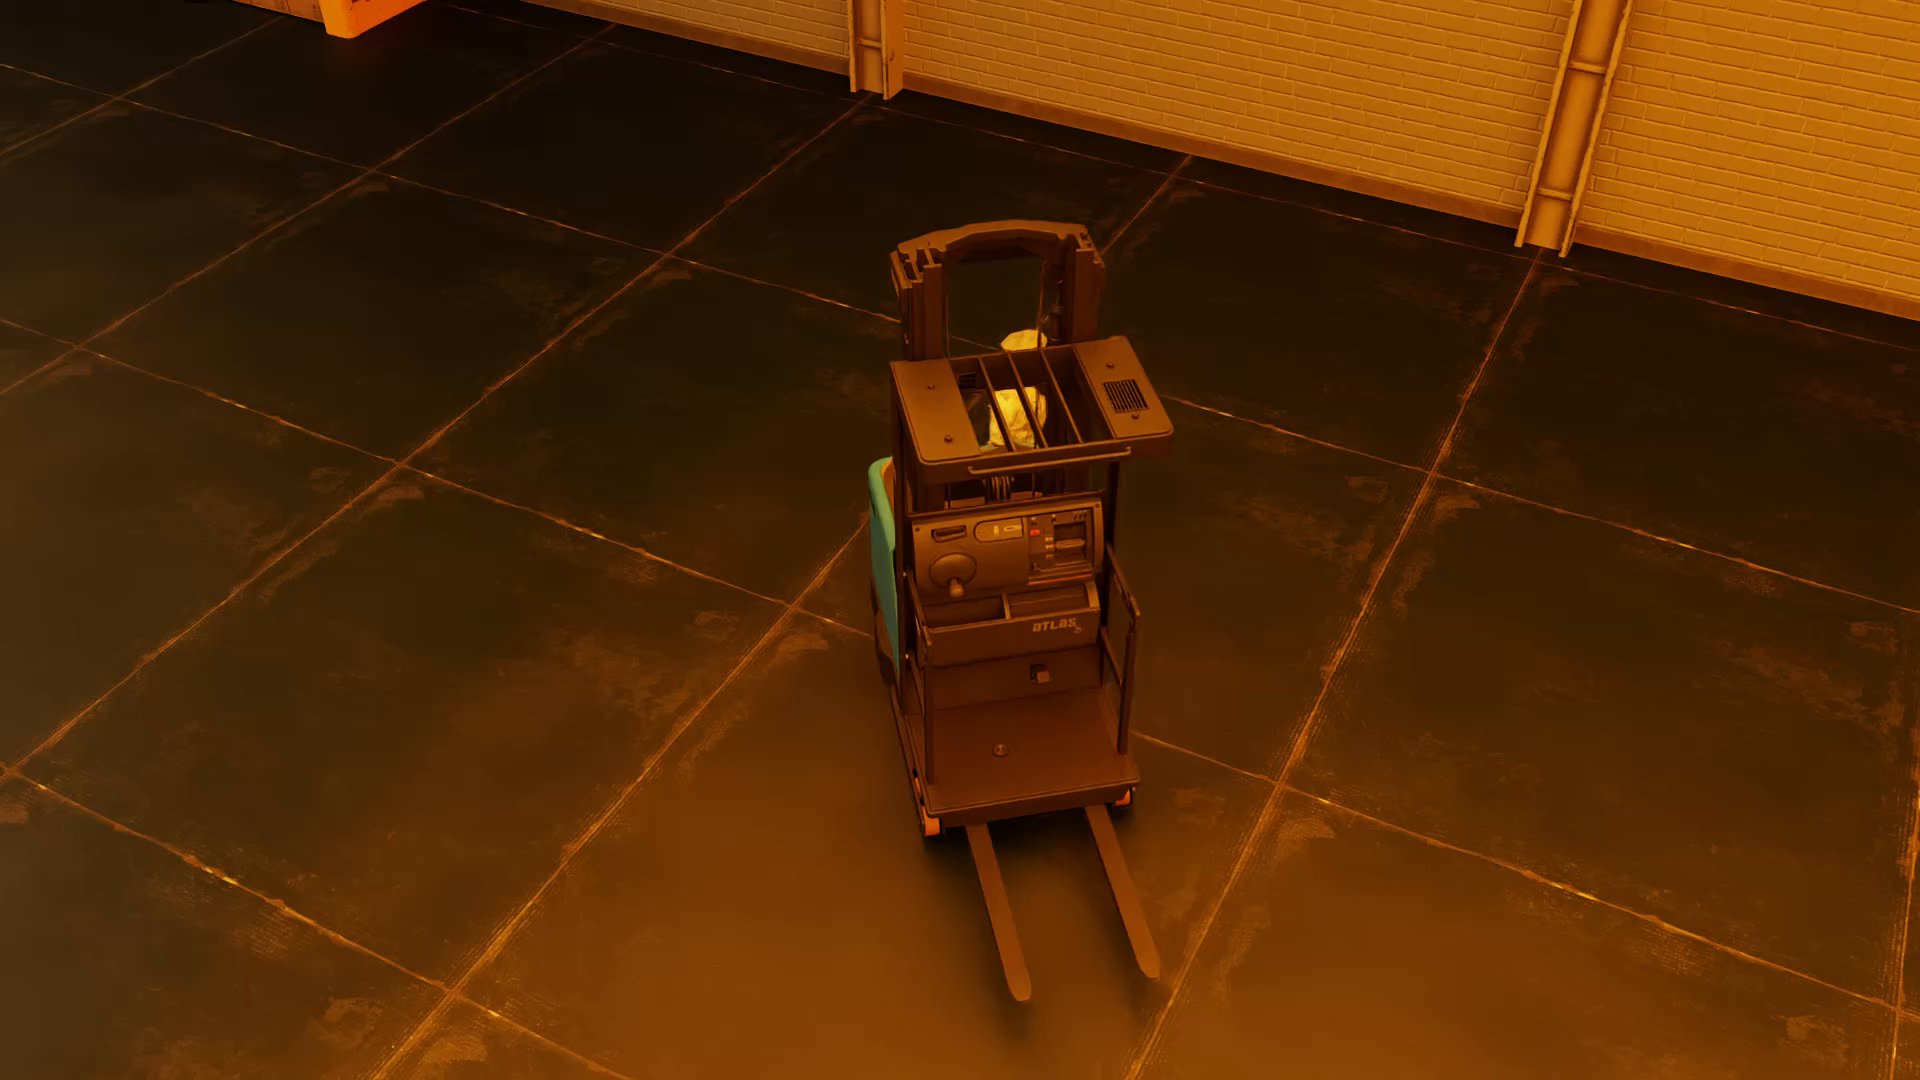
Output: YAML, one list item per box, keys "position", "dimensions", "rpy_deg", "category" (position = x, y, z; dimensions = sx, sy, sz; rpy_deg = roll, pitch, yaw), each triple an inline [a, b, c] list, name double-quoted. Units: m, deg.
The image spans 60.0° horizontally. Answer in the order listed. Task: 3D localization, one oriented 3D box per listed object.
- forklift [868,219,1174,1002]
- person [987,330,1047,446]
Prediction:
- position: [0.280, 0.122, 7.842]
  dimensions: [1.130, 2.935, 3.031]
  rpy_deg: [-8, 41, -9]
  category: "forklift"
- position: [0.398, -0.427, 9.527]
  dimensions: [0.853, 1.608, 0.594]
  rpy_deg: [8, 41, 9]
  category: "person"
